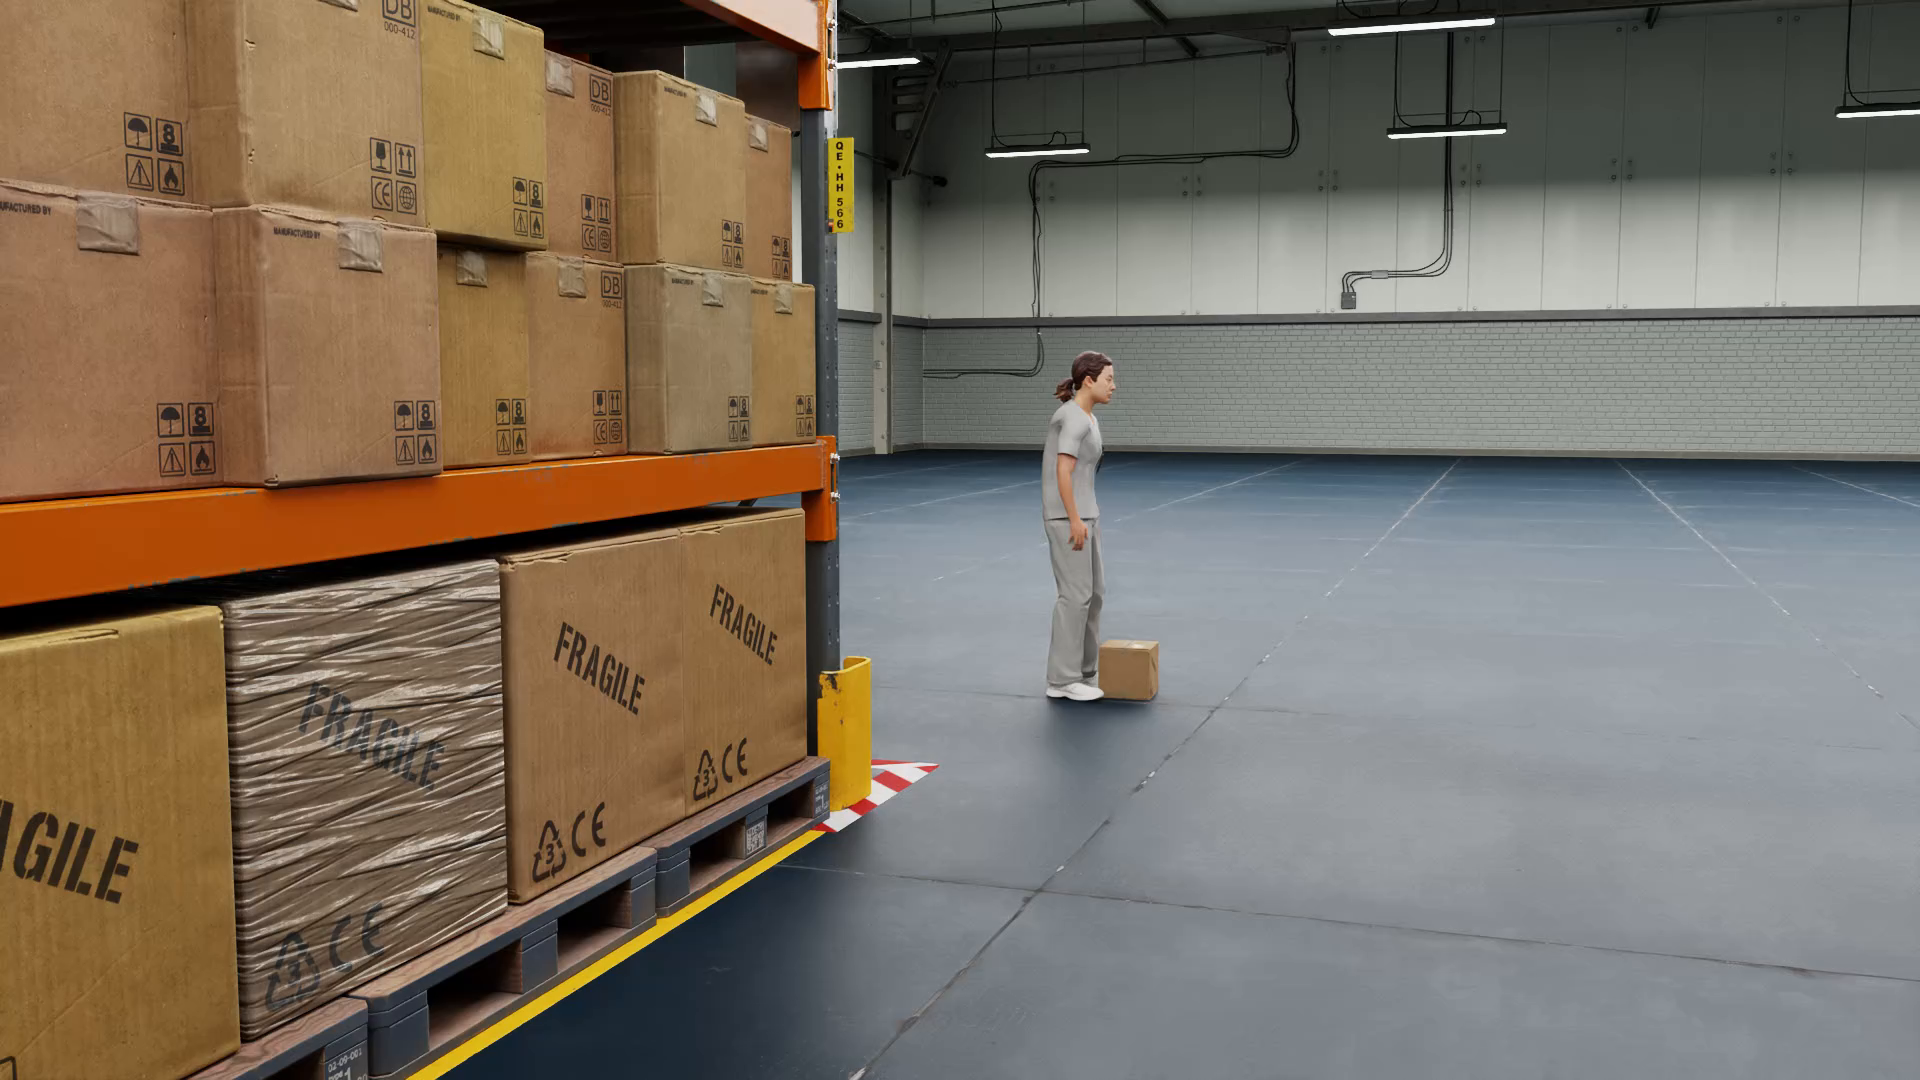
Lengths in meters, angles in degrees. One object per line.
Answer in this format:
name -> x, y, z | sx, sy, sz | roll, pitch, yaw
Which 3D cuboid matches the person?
person -> 0.586, -0.083, 8.108 | 0.369, 1.671, 0.512 | 1, 5, 15
